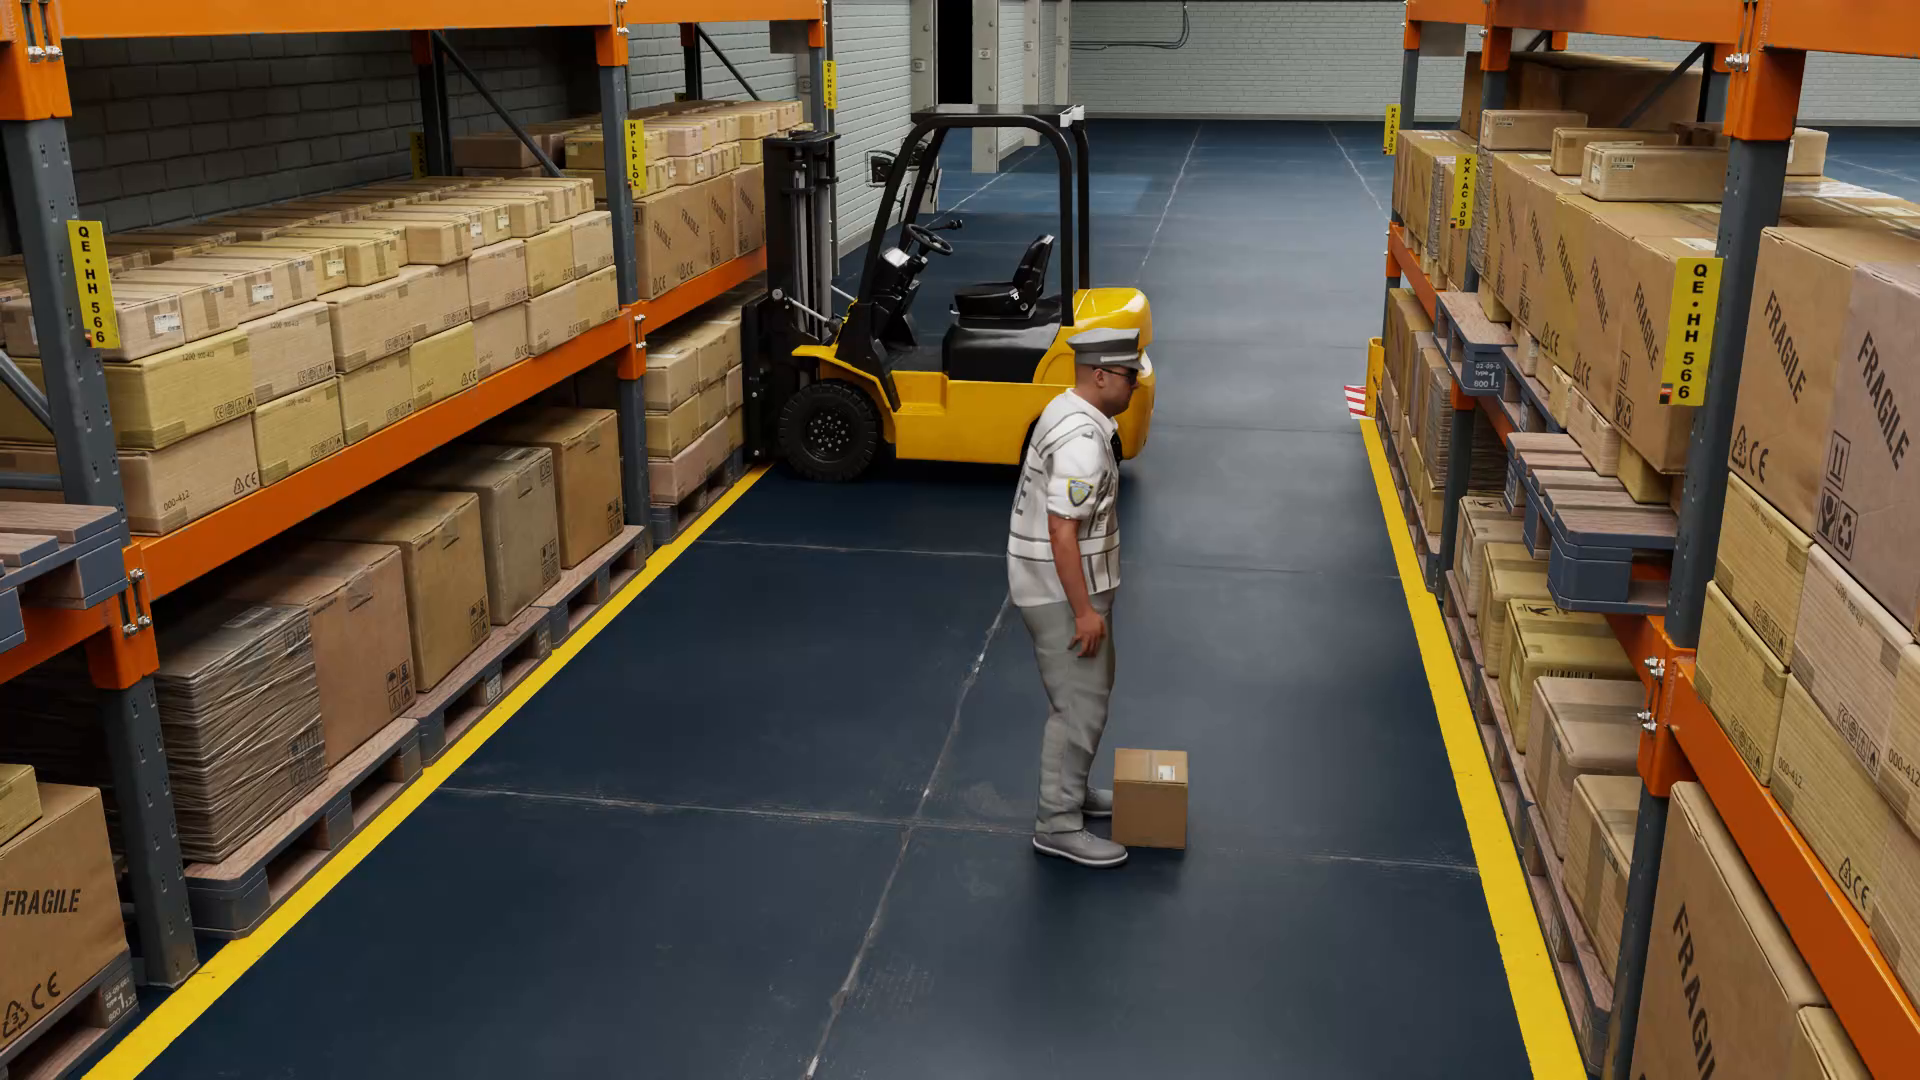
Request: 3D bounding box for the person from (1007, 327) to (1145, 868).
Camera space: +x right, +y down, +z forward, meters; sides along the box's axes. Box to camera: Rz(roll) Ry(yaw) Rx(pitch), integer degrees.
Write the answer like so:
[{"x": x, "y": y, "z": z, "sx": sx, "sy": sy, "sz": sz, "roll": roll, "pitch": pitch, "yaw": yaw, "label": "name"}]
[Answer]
[{"x": 0.376, "y": 0.164, "z": 5.530, "sx": 0.437, "sy": 1.747, "sz": 0.602, "roll": 2, "pitch": 18, "yaw": 5, "label": "person"}]
